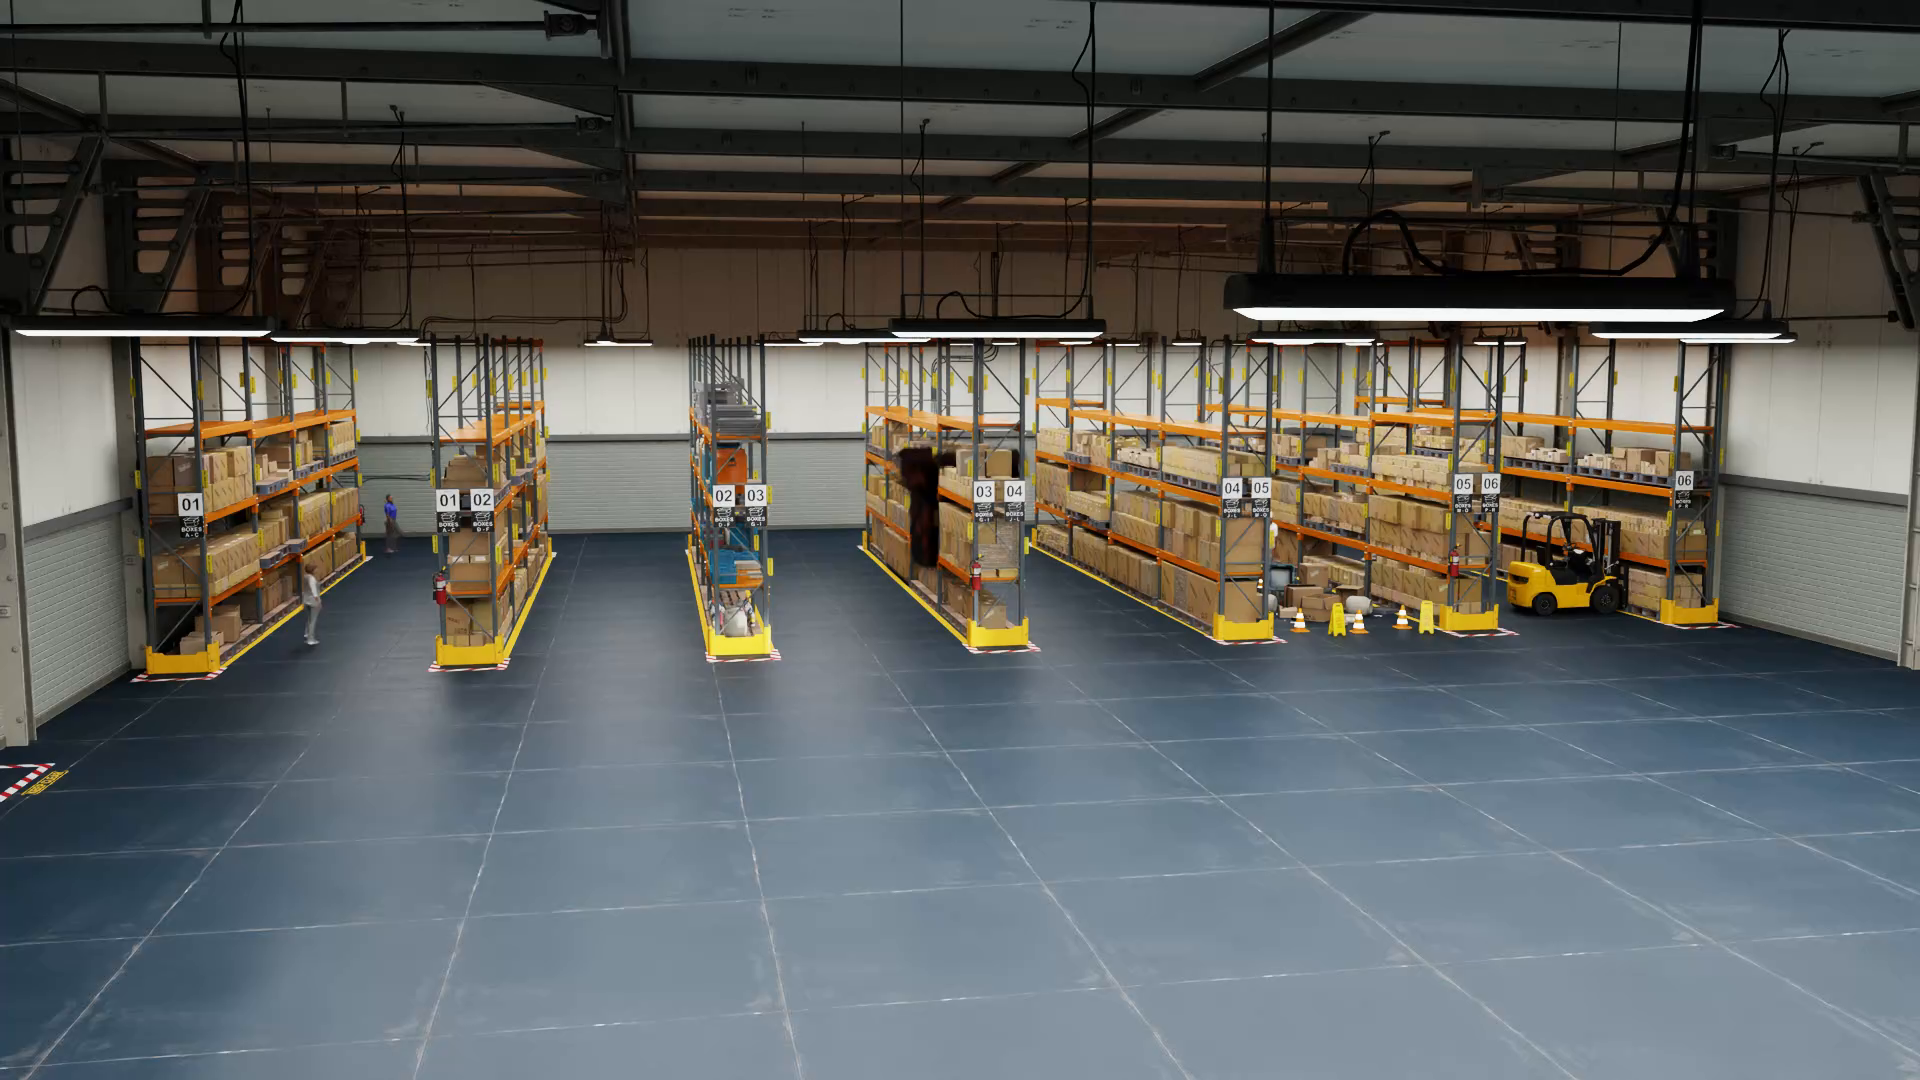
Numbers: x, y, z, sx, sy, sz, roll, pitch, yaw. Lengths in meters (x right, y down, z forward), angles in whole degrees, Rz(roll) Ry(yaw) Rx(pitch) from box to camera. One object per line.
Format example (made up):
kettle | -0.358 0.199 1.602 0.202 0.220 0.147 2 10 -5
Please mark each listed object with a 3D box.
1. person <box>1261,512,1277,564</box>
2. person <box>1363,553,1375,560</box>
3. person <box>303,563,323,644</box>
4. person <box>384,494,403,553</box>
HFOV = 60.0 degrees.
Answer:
person | 7.567 0.180 40.779 0.405 1.771 0.608 1 7 9
person | 11.176 -0.296 45.386 0.378 1.675 0.504 0 7 2
person | -12.562 1.246 32.260 0.440 1.563 0.420 3 7 23
person | -15.957 -0.451 46.732 0.497 1.682 0.473 0 7 -1
